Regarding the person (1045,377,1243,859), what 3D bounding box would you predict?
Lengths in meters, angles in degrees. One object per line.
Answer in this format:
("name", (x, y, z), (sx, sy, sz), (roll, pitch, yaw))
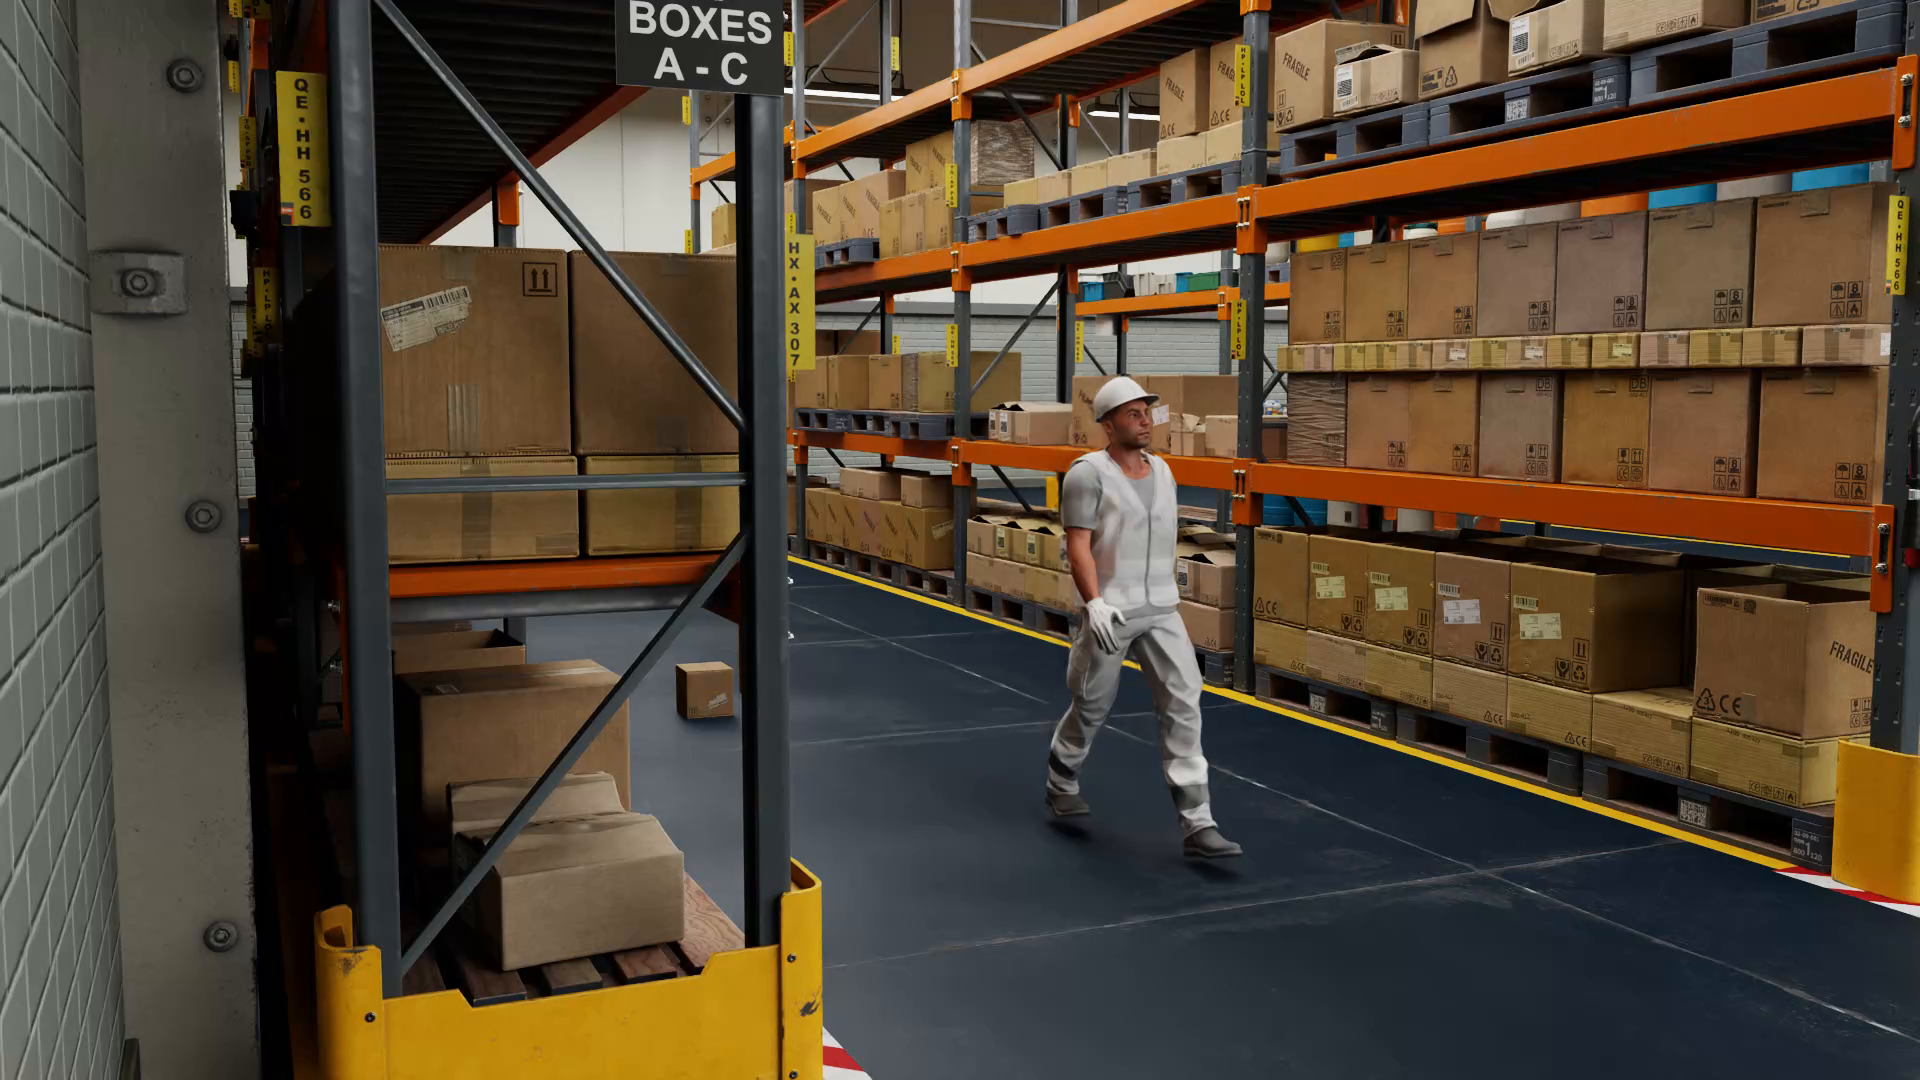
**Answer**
("person", (0.647, 0.271, 6.152), (0.534, 1.742, 1.027), (-3, 6, -25))
